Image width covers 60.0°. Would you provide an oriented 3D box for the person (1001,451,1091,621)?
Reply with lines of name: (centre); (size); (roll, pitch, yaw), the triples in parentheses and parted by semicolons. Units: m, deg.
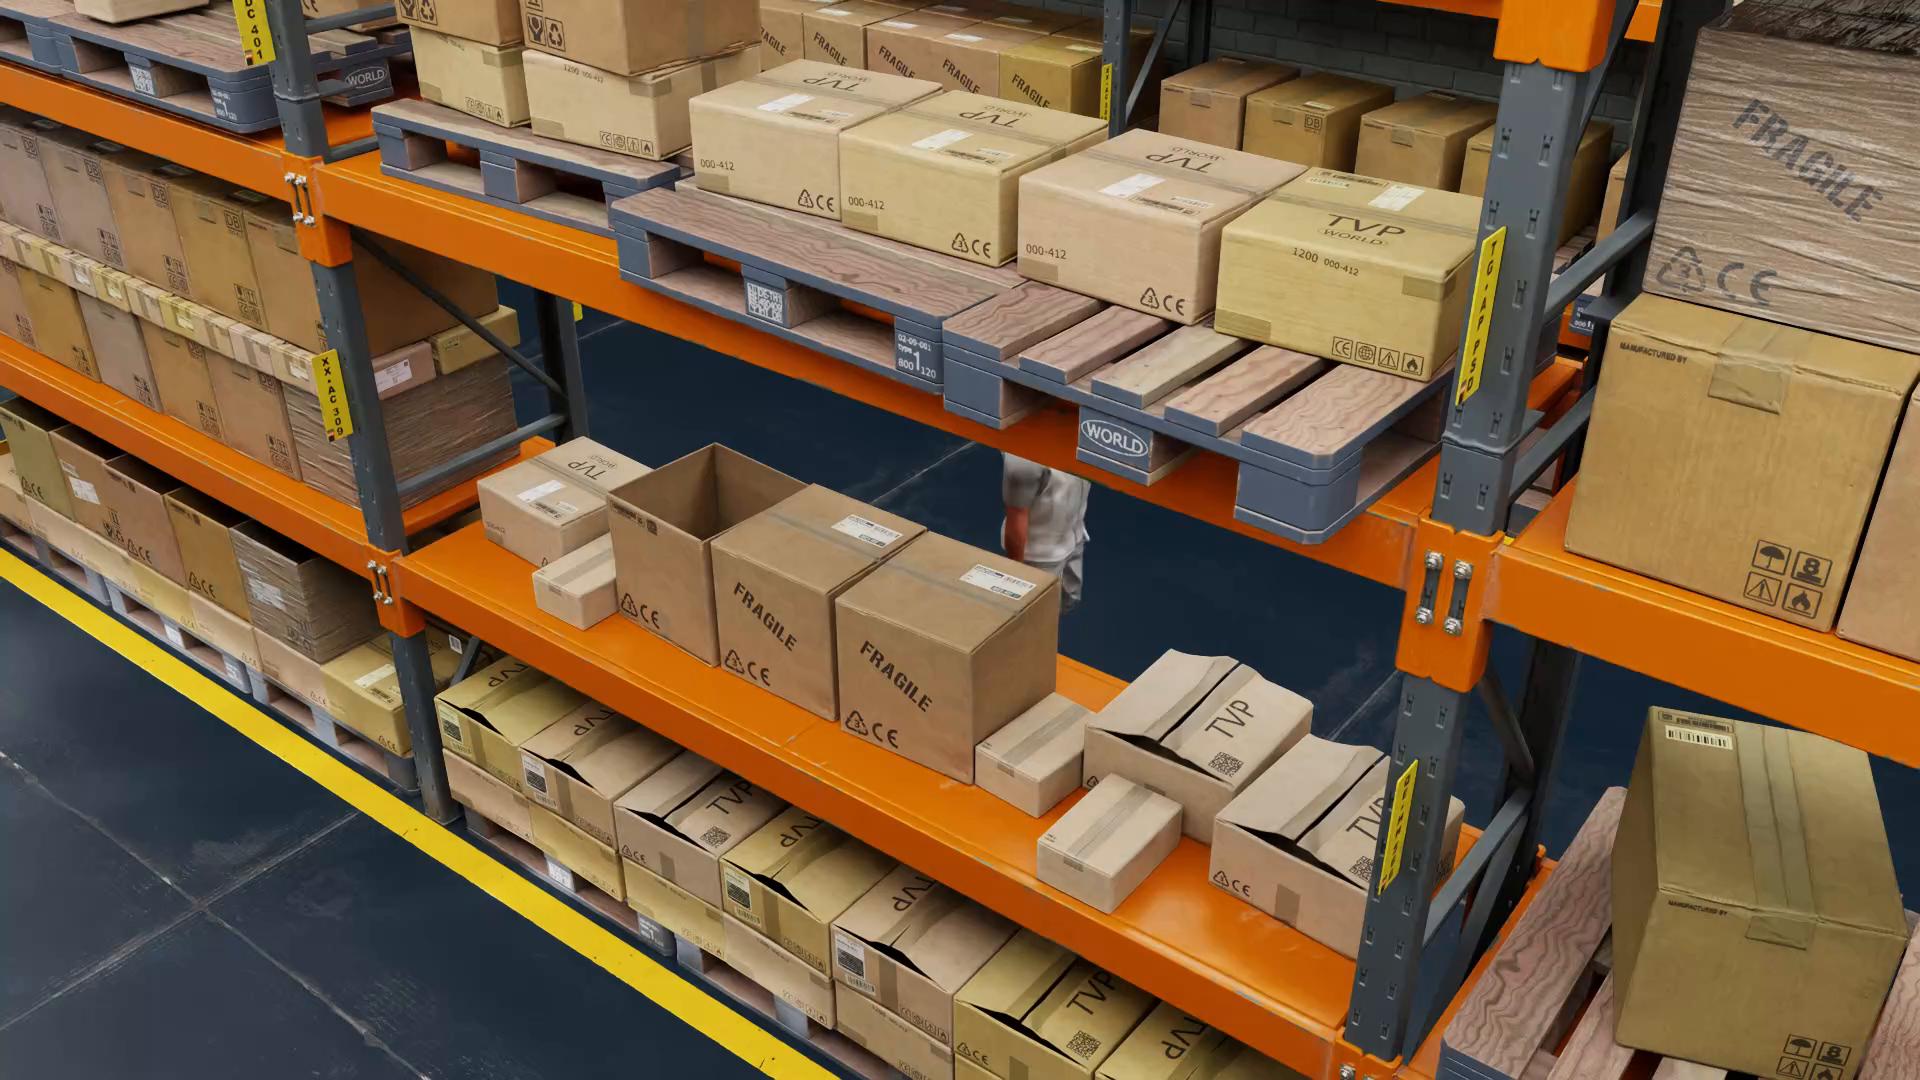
person: (0.294, 0.001, 7.073); (0.592, 1.783, 0.606); (14, 33, 22)
